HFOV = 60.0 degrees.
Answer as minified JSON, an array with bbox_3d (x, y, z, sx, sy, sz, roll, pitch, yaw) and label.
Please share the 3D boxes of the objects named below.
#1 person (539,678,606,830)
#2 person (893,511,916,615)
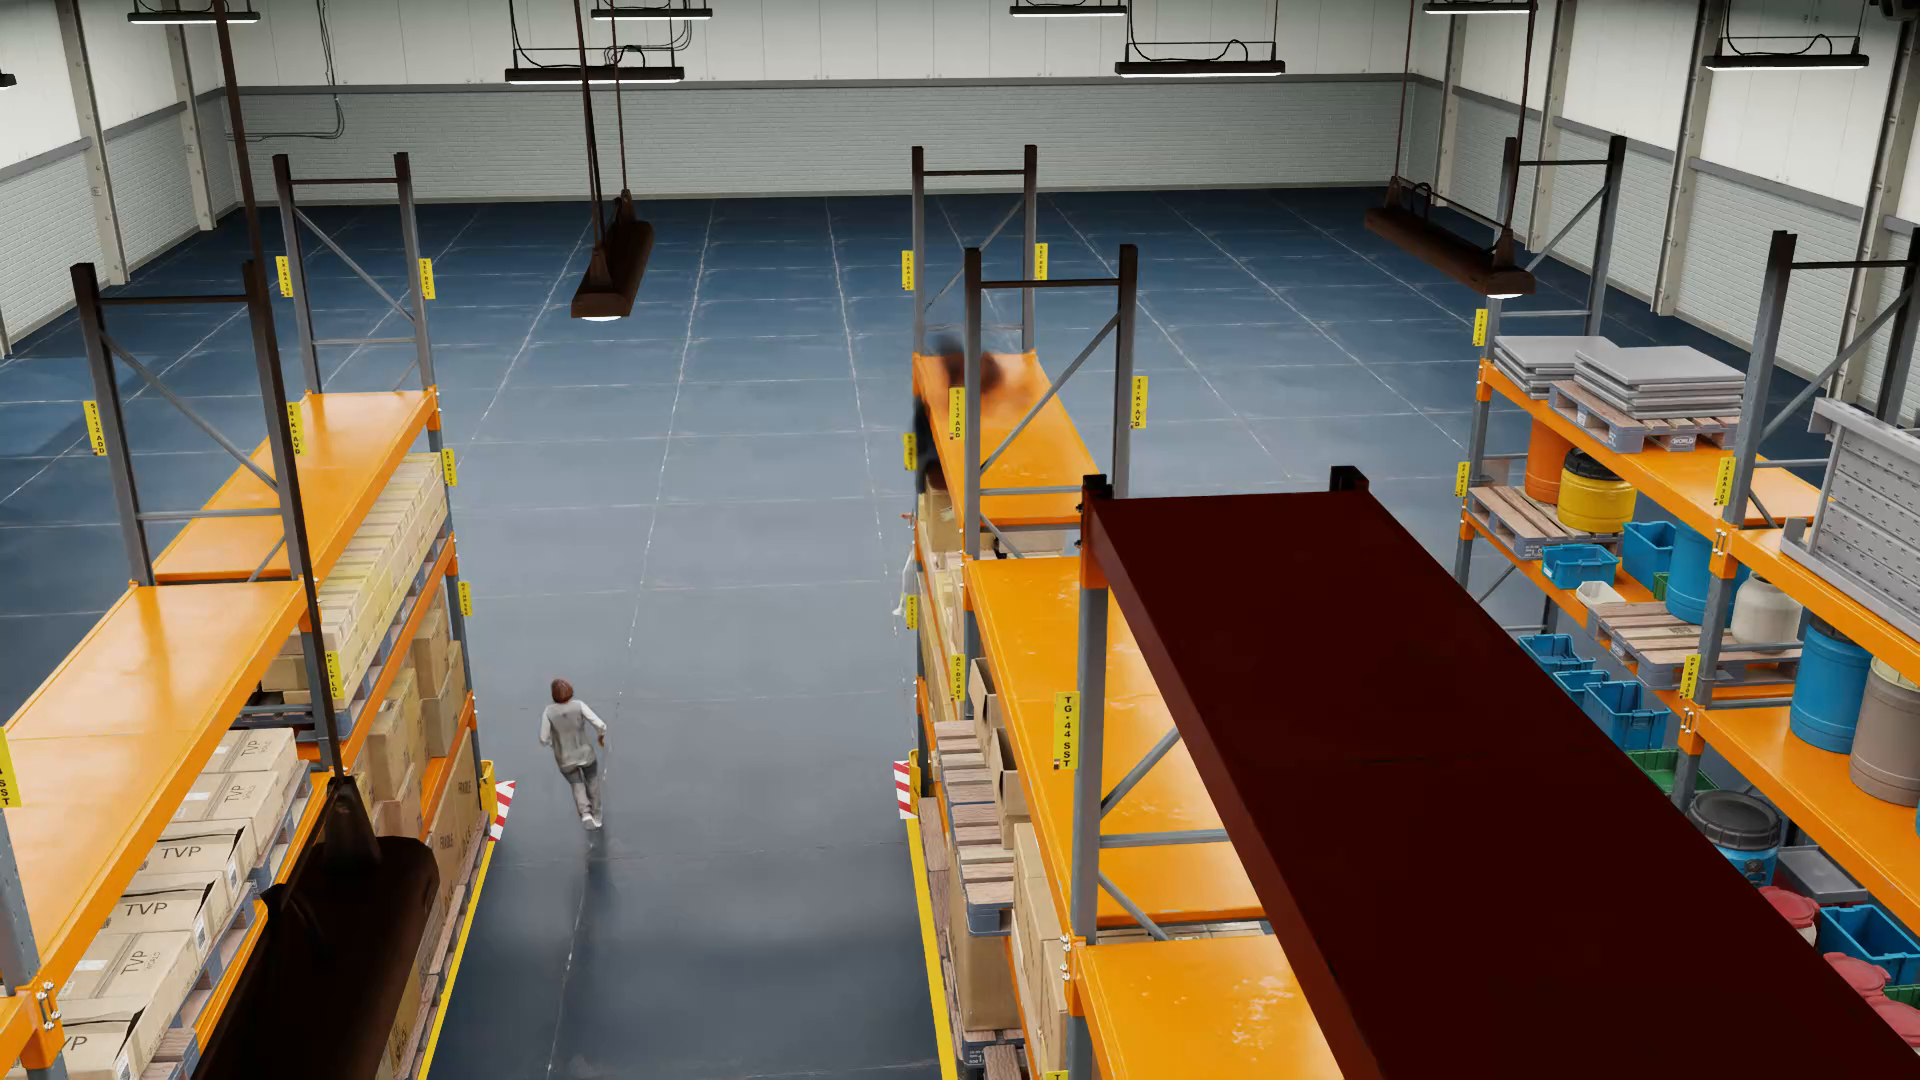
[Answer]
[{"bbox_3d":[-3.398,1.950,14.678,0.581,1.566,0.591,-6,22,-15],"label":"person"},{"bbox_3d":[-0.374,0.100,19.069,0.831,1.701,0.559,7,23,18],"label":"person"}]
